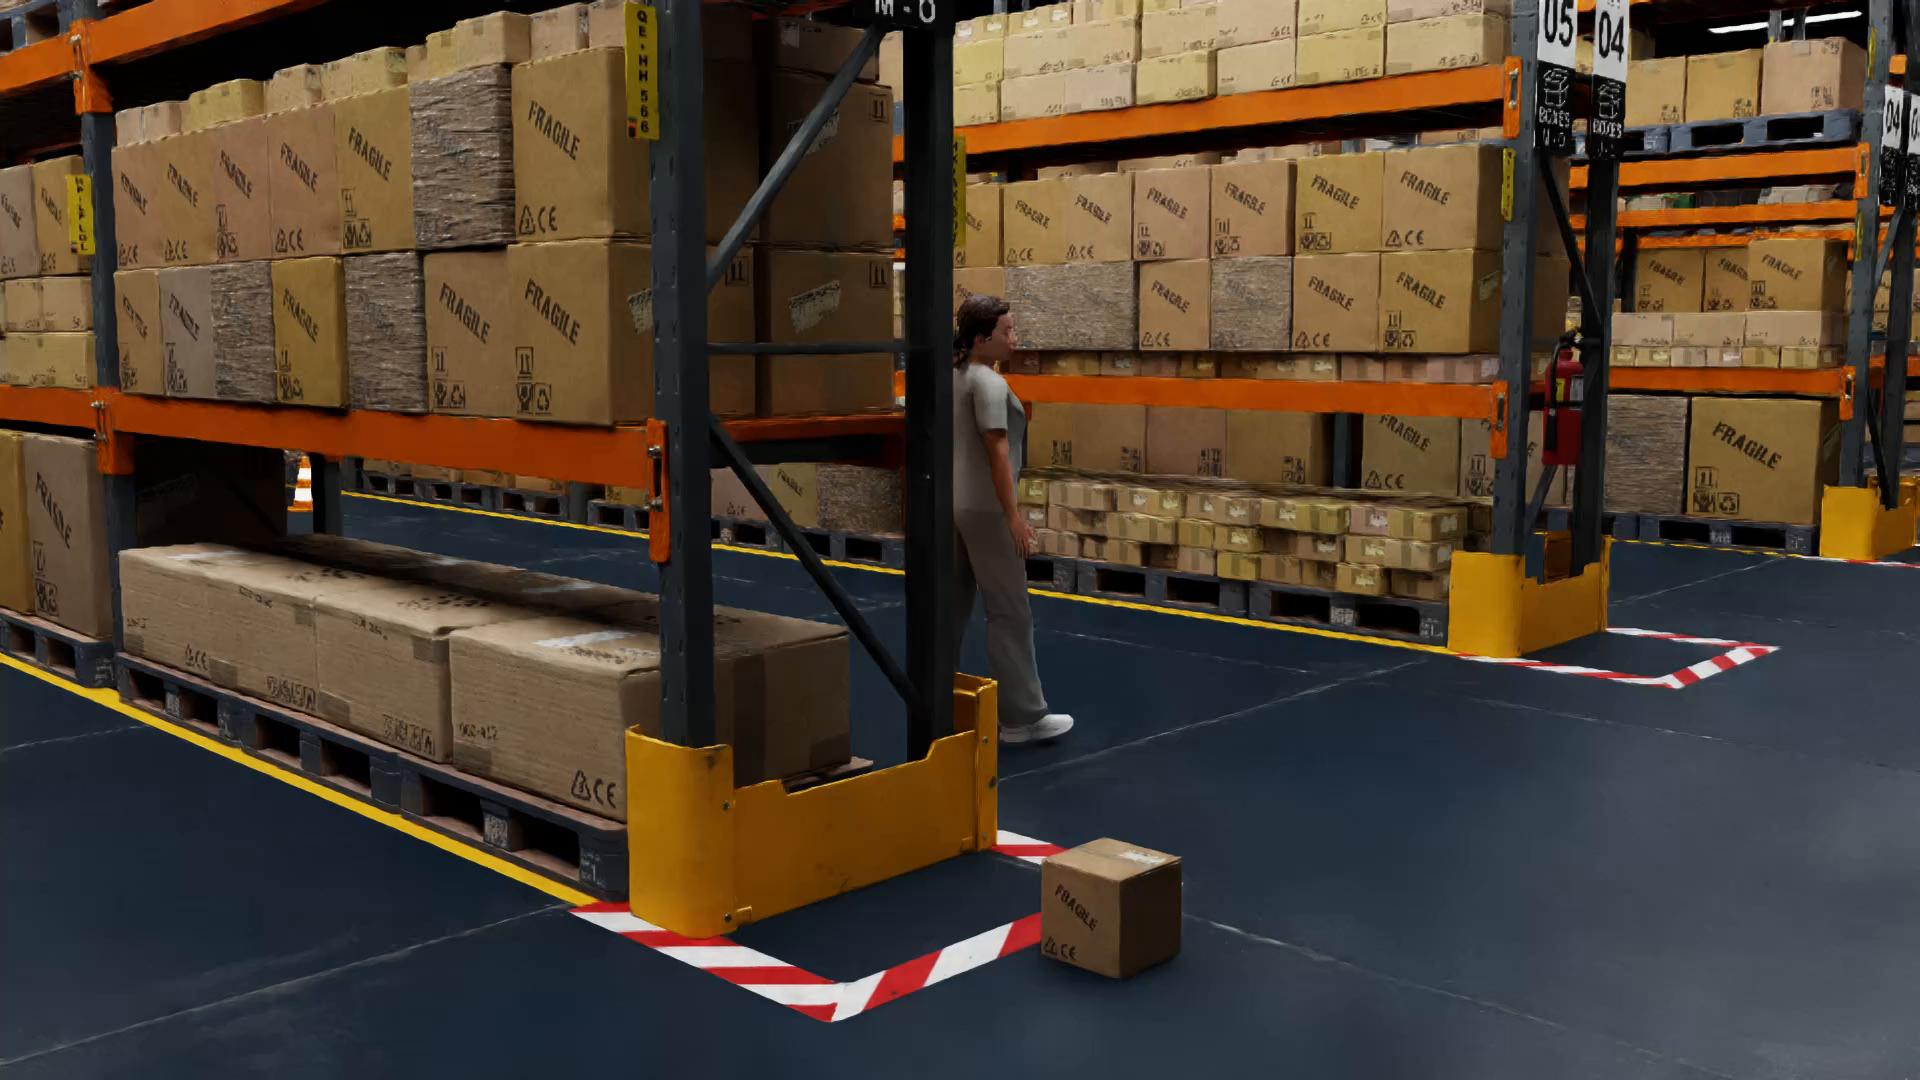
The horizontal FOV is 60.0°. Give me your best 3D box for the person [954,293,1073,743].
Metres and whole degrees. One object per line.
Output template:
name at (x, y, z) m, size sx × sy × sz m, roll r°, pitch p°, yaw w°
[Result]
person at (0.134, -0.080, 6.219) m, size 0.565 × 1.668 × 0.560 m, roll -3°, pitch 8°, yaw -25°
